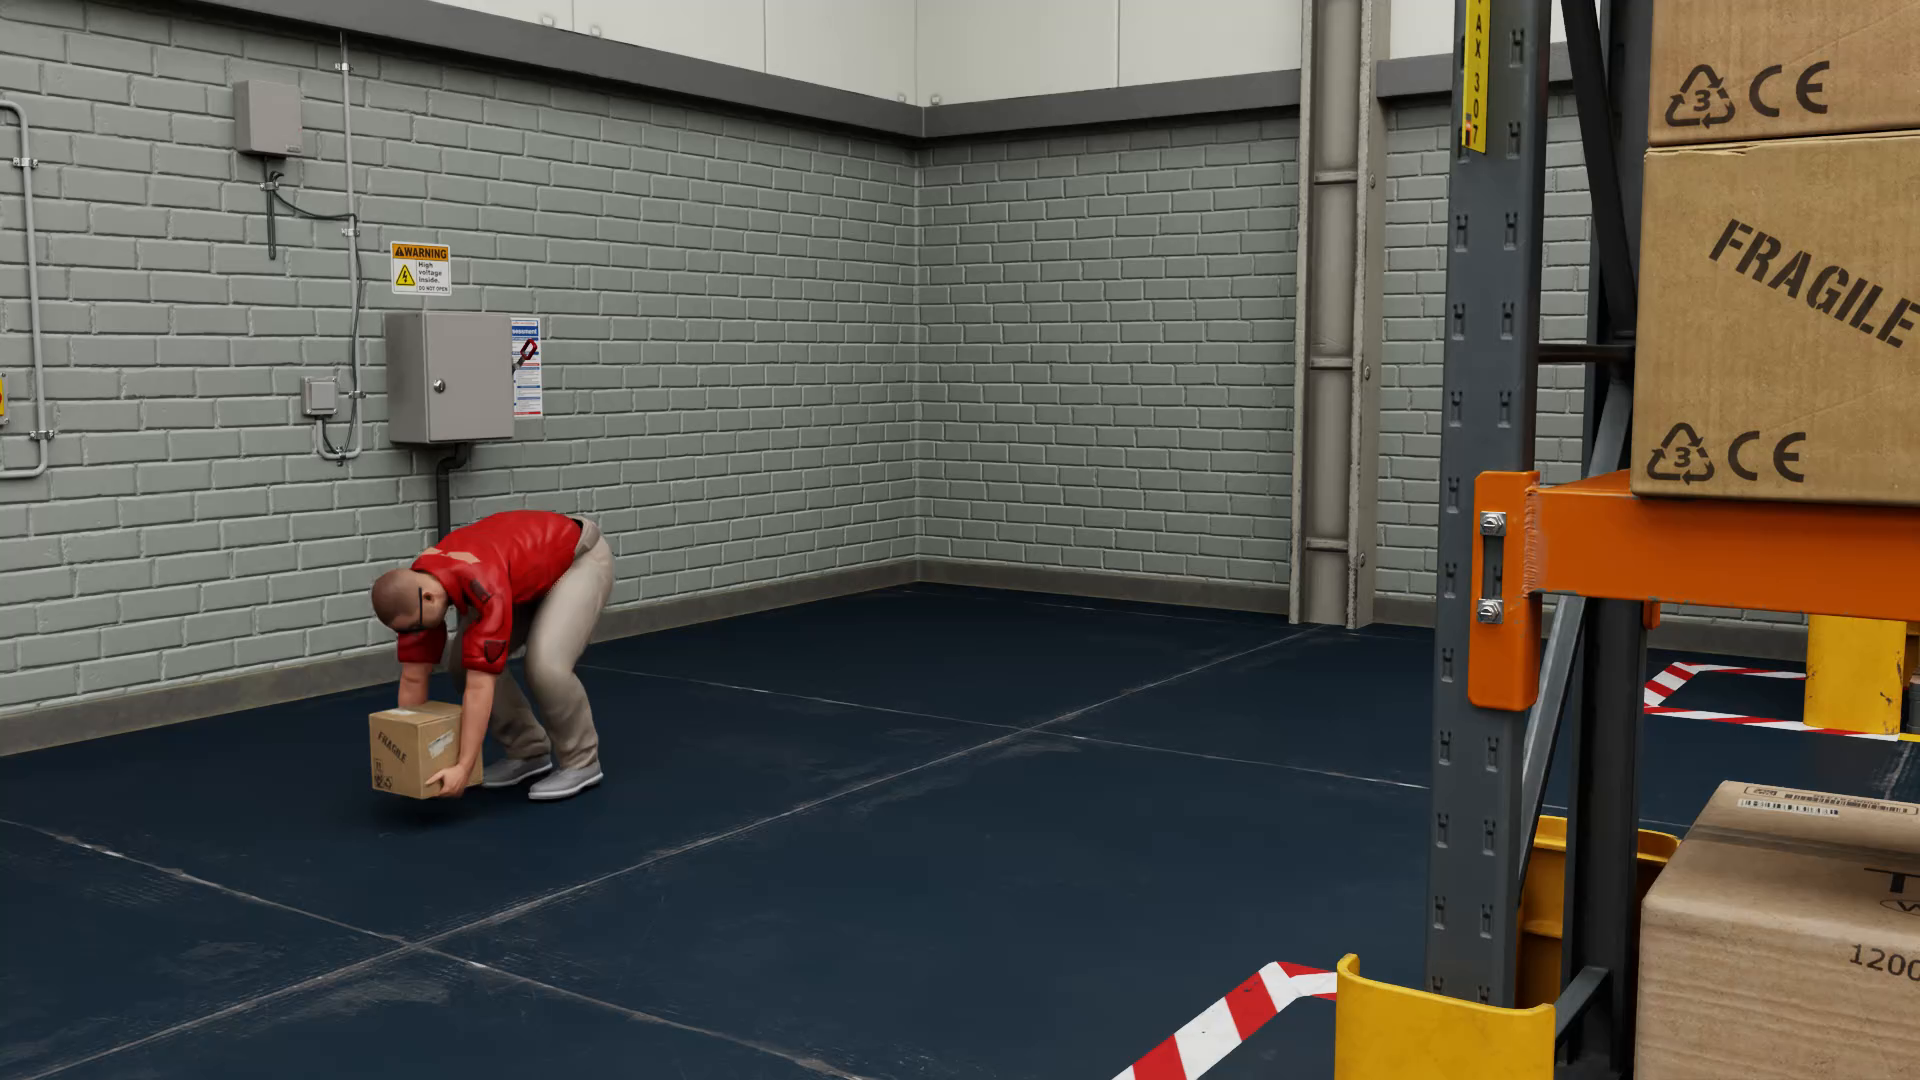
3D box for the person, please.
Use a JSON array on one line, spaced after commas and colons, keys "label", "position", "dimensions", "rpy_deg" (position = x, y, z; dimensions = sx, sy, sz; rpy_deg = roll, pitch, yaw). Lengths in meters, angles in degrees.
[{"label": "person", "position": [-1.579, 0.402, 5.644], "dimensions": [0.529, 0.976, 0.958], "rpy_deg": [4, 7, 31]}]
